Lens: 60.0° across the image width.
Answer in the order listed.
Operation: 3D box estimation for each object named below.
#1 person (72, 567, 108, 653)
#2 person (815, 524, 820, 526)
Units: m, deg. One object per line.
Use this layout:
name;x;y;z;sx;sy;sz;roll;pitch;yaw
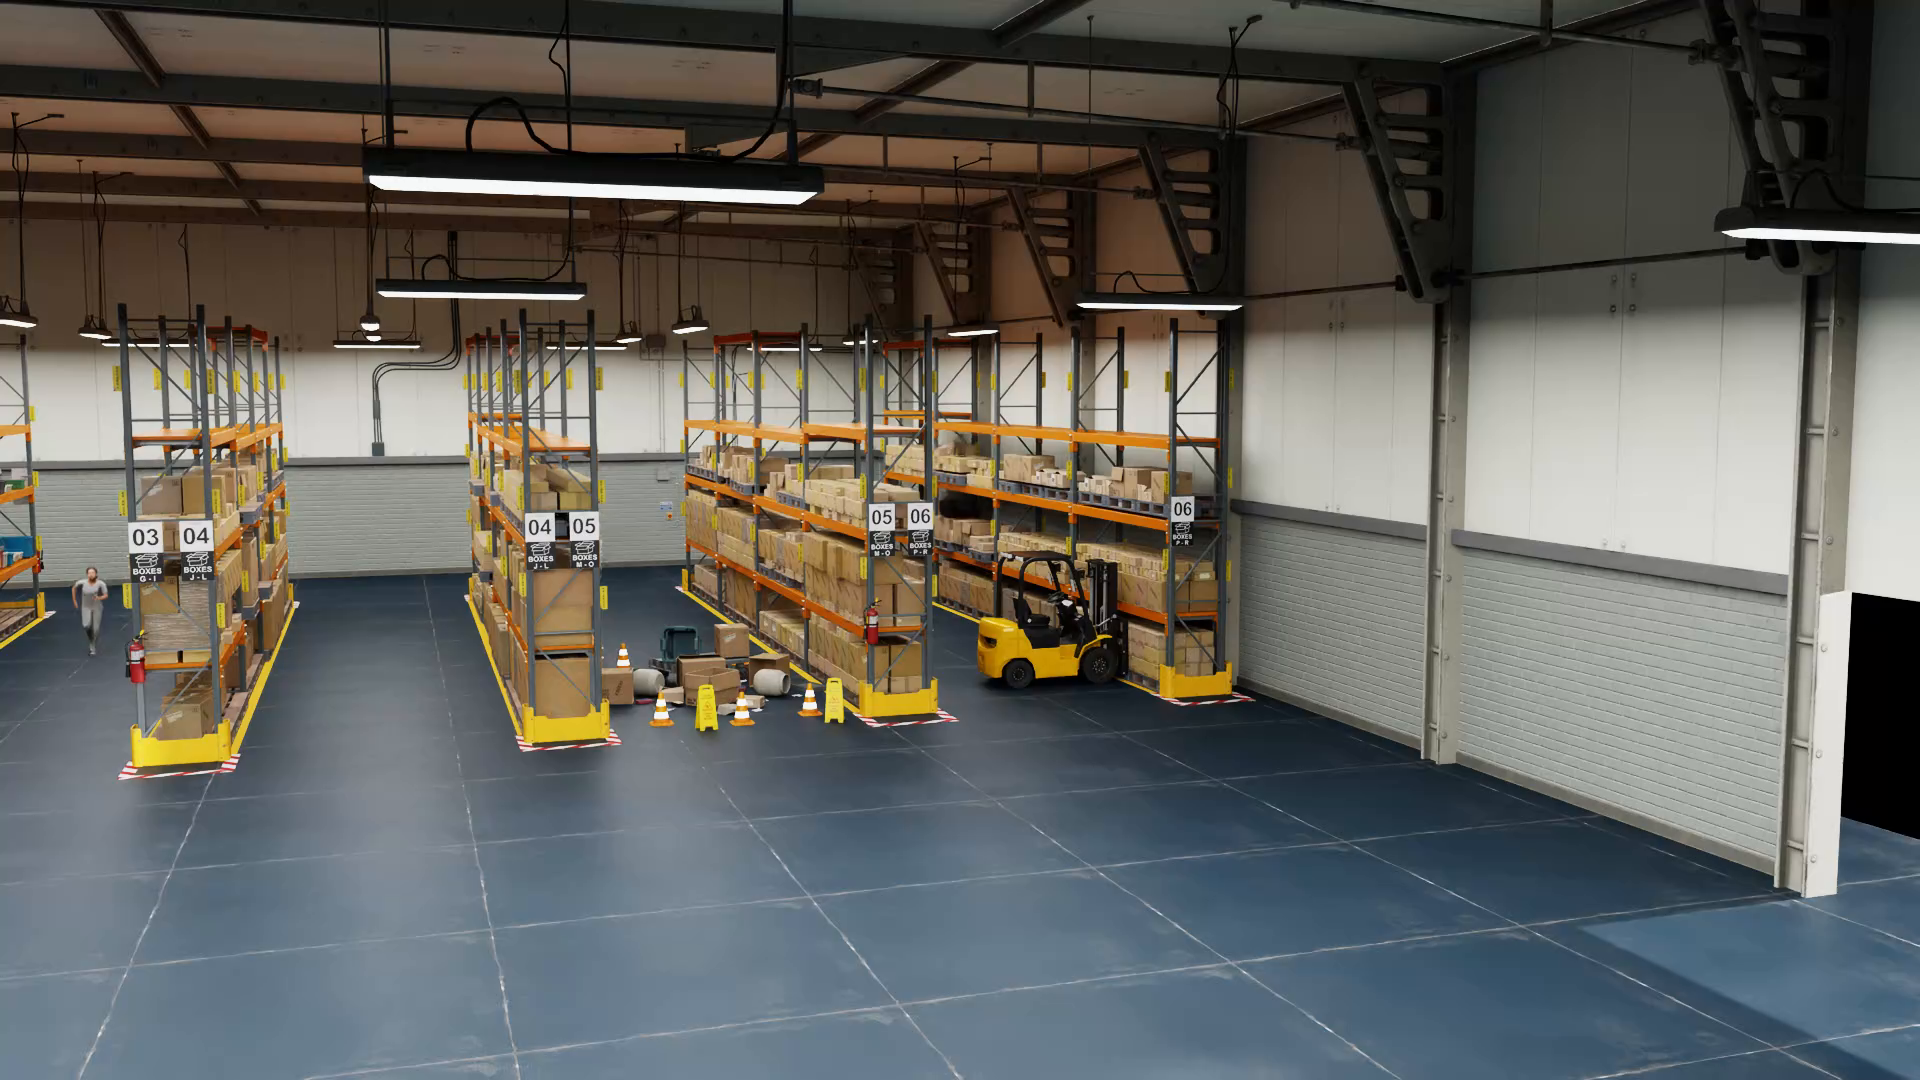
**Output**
person;-15.922;1.290;30.457;0.599;1.615;0.732;-2;6;-23
person;-3.093;0.430;36.454;0.580;1.672;0.837;-2;6;-25
